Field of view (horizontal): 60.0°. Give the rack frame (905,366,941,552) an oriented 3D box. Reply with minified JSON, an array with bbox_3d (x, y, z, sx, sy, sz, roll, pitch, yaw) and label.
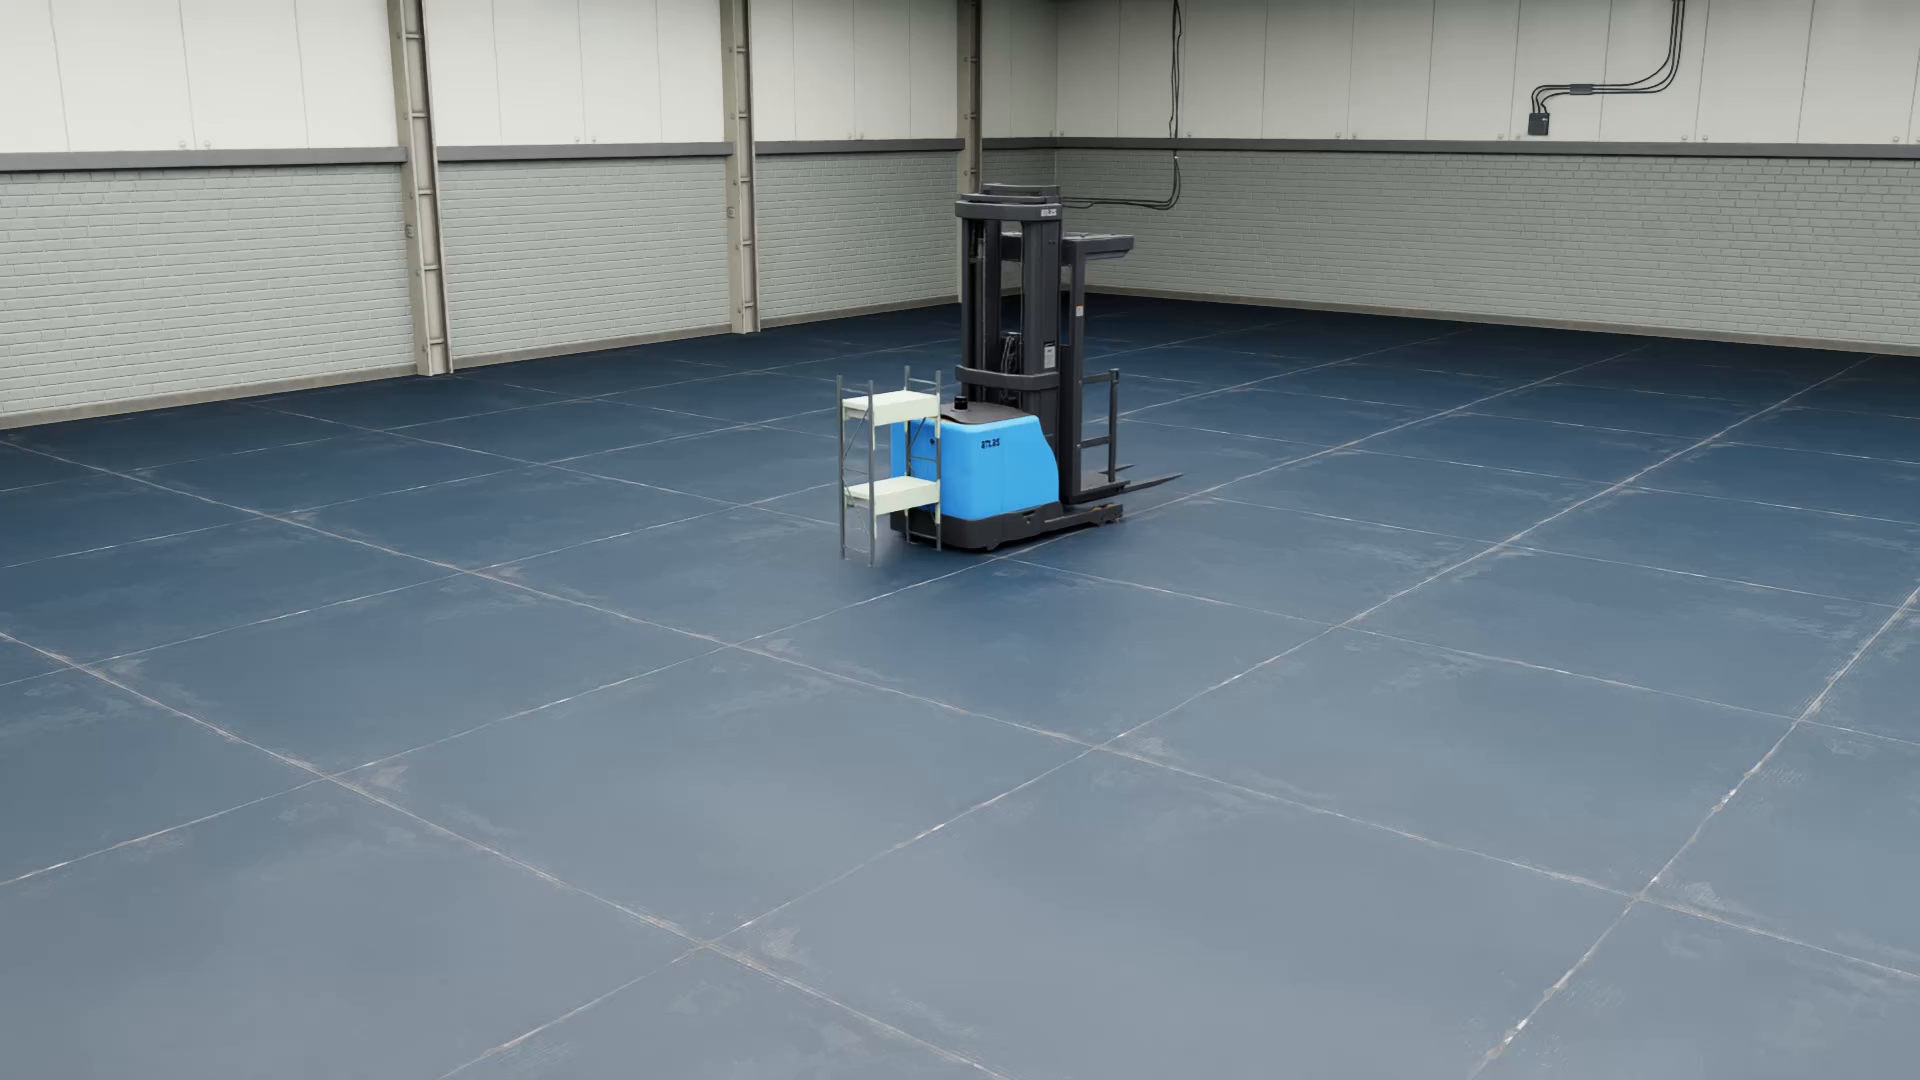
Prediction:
[{"bbox_3d":[-0.304,-0.666,13.699,0.023,1.500,0.400,-14,20,-43],"label":"rack frame"}]

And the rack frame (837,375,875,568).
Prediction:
[{"bbox_3d":[-0.824,-0.539,13.200,0.023,1.500,0.400,-14,20,-43],"label":"rack frame"}]

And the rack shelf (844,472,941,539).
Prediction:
[{"bbox_3d":[-0.564,-0.287,13.529,0.720,0.370,0.431,-14,20,-43],"label":"rack shelf"}]

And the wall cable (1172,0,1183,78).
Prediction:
[{"bbox_3d":[5.165,-9.880,30.788,3.097,2.526,0.112,11,18,38],"label":"wall cable"}]

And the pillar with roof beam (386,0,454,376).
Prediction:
[{"bbox_3d":[-4.013,-6.032,19.592,9.100,9.000,0.400,11,18,38],"label":"pillar with roof beam"}]

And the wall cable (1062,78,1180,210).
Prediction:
[{"bbox_3d":[3.061,-7.851,33.058,3.097,2.526,0.112,11,18,38],"label":"wall cable"}]

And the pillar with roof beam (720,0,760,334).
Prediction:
[{"bbox_3d":[-0.242,-7.181,24.115,9.100,9.000,0.400,11,18,38],"label":"pillar with roof beam"}]

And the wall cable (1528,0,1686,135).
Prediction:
[{"bbox_3d":[10.435,-9.532,26.462,2.305,6.003,0.169,11,18,38],"label":"wall cable"}]

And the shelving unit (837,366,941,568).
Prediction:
[{"bbox_3d":[-0.564,-0.603,13.449,0.755,1.500,0.431,-14,20,-43],"label":"shelving unit"}]

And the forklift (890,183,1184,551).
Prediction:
[{"bbox_3d":[0.802,-1.623,14.557,3.031,2.935,1.130,-14,20,-43],"label":"forklift"}]

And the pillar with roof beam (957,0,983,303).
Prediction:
[{"bbox_3d":[3.529,-8.330,28.638,9.100,9.000,0.400,11,18,38],"label":"pillar with roof beam"}]

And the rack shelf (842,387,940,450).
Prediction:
[{"bbox_3d":[-0.564,-0.981,13.353,0.720,0.370,0.431,-14,20,-43],"label":"rack shelf"}]
